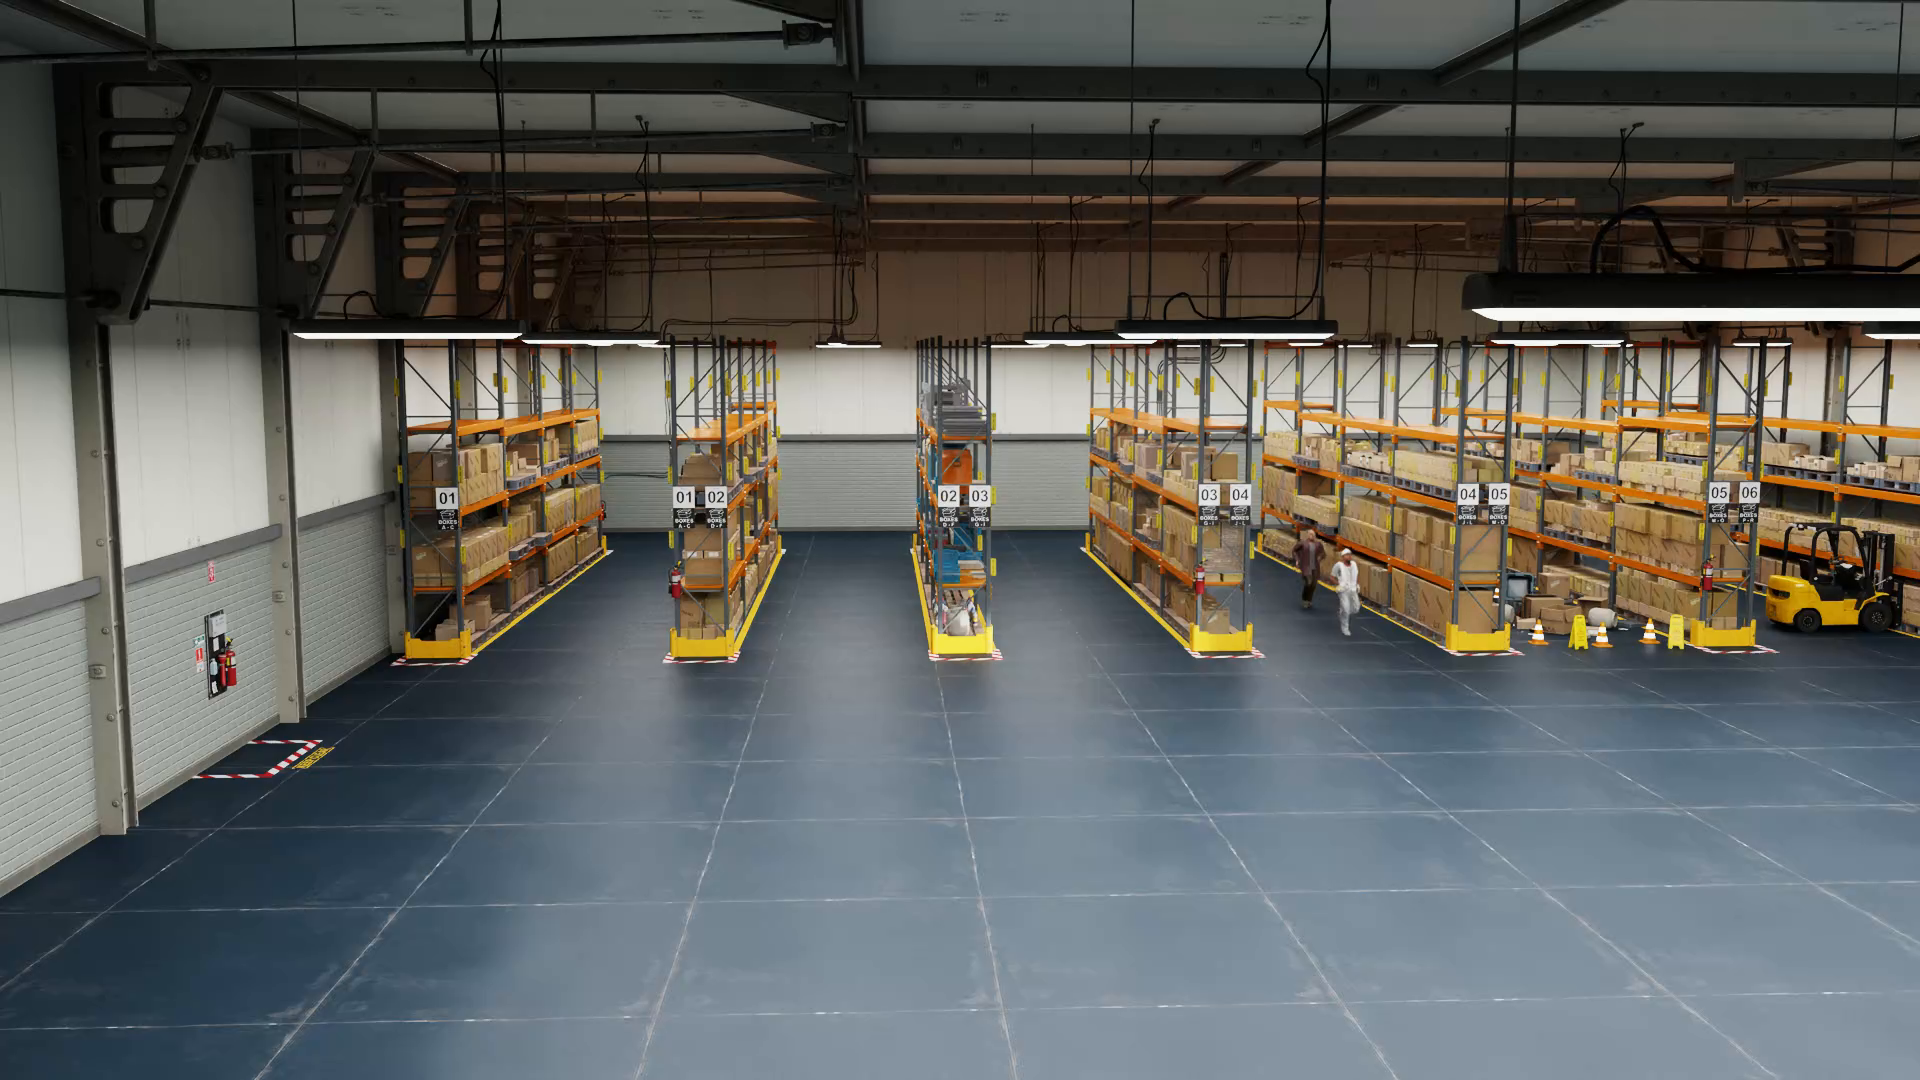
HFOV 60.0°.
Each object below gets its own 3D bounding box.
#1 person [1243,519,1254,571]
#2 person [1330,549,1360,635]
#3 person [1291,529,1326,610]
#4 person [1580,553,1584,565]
[{"bbox_3d":[7.393,-0.065,43.556,0.570,1.658,0.929,-1,7,-5],"label":"person"},{"bbox_3d":[7.831,1.038,33.759,0.718,1.739,0.627,-3,7,-22],"label":"person"},{"bbox_3d":[7.784,0.655,36.936,0.683,1.783,0.748,-1,7,-9],"label":"person"},{"bbox_3d":[16.204,-0.010,43.399,0.615,1.623,0.708,0,7,-4],"label":"person"}]
